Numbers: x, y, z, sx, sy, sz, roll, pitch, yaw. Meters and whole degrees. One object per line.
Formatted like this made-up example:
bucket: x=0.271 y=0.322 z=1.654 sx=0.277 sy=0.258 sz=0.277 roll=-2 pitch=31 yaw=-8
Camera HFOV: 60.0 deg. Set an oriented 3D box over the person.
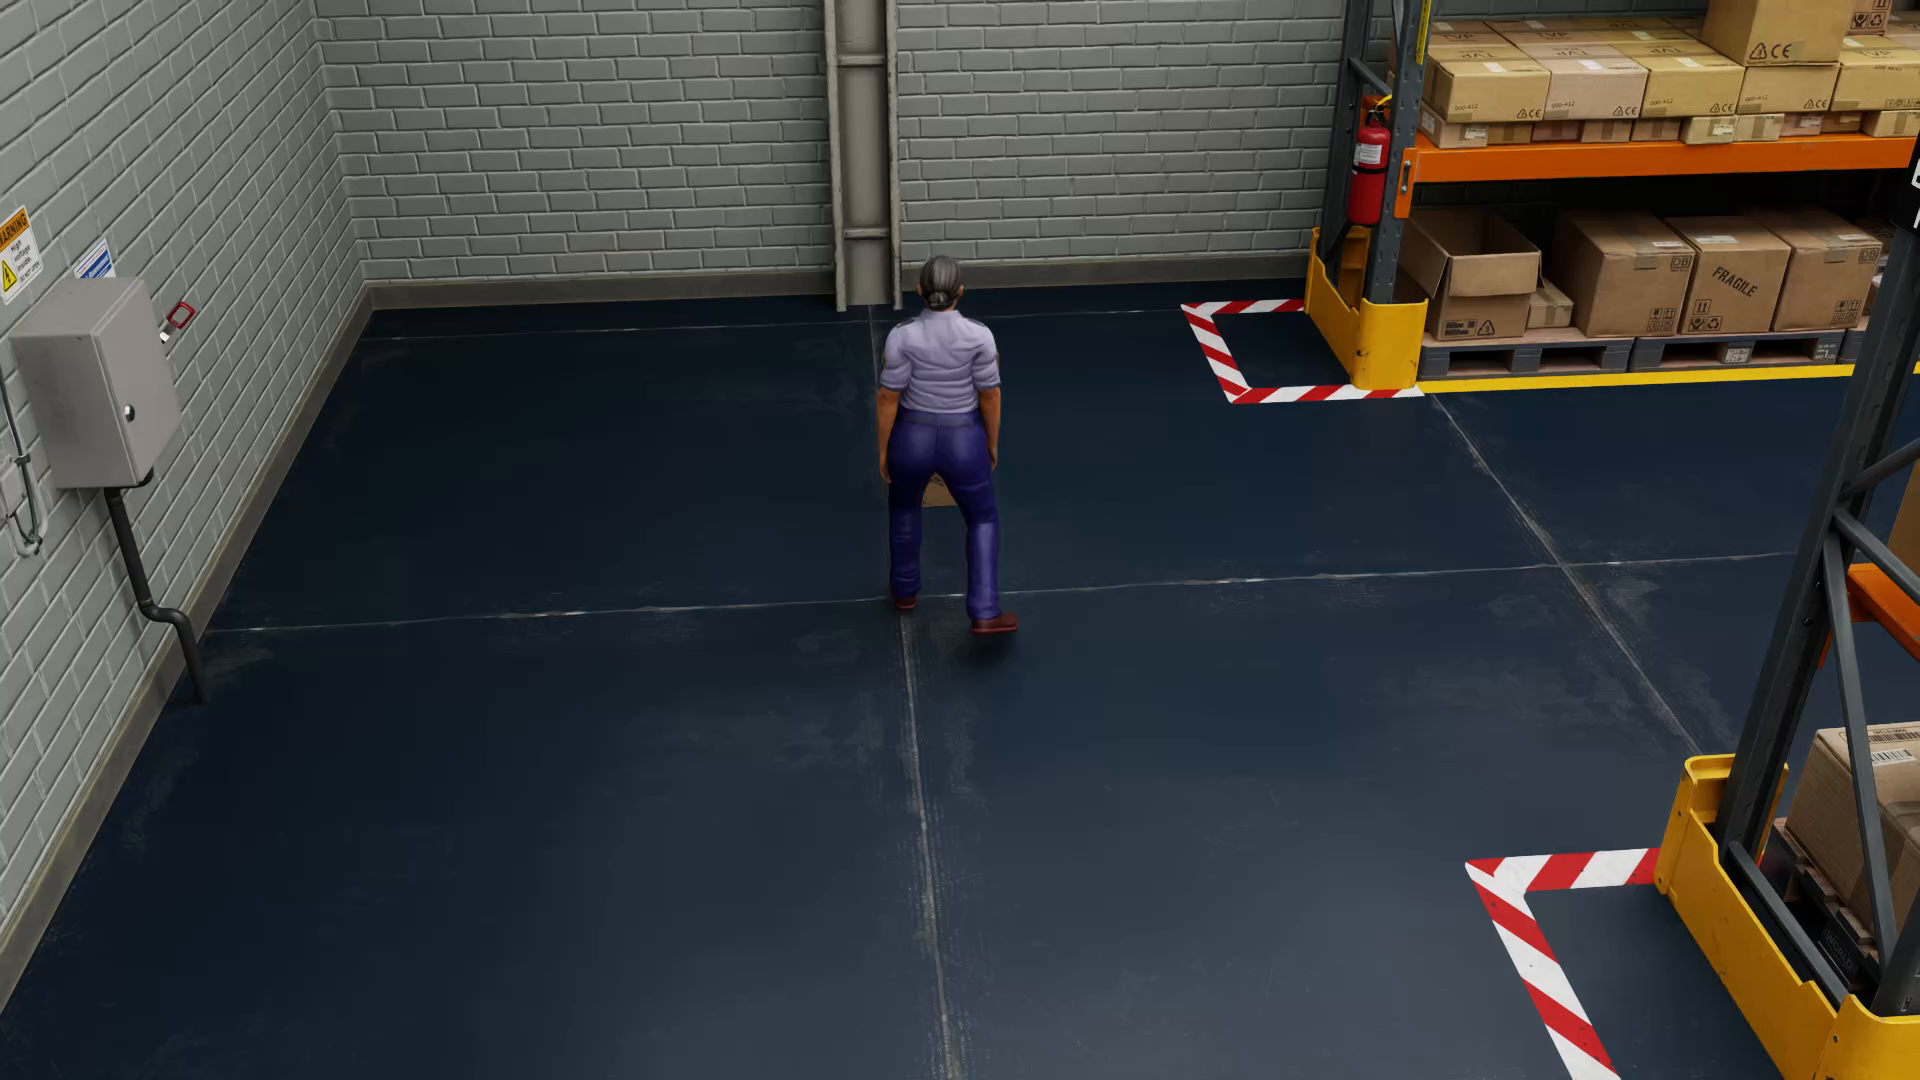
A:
person: x=-0.048 y=-0.353 z=6.737 sx=0.577 sy=1.622 sz=0.698 roll=-1 pitch=31 yaw=-1
